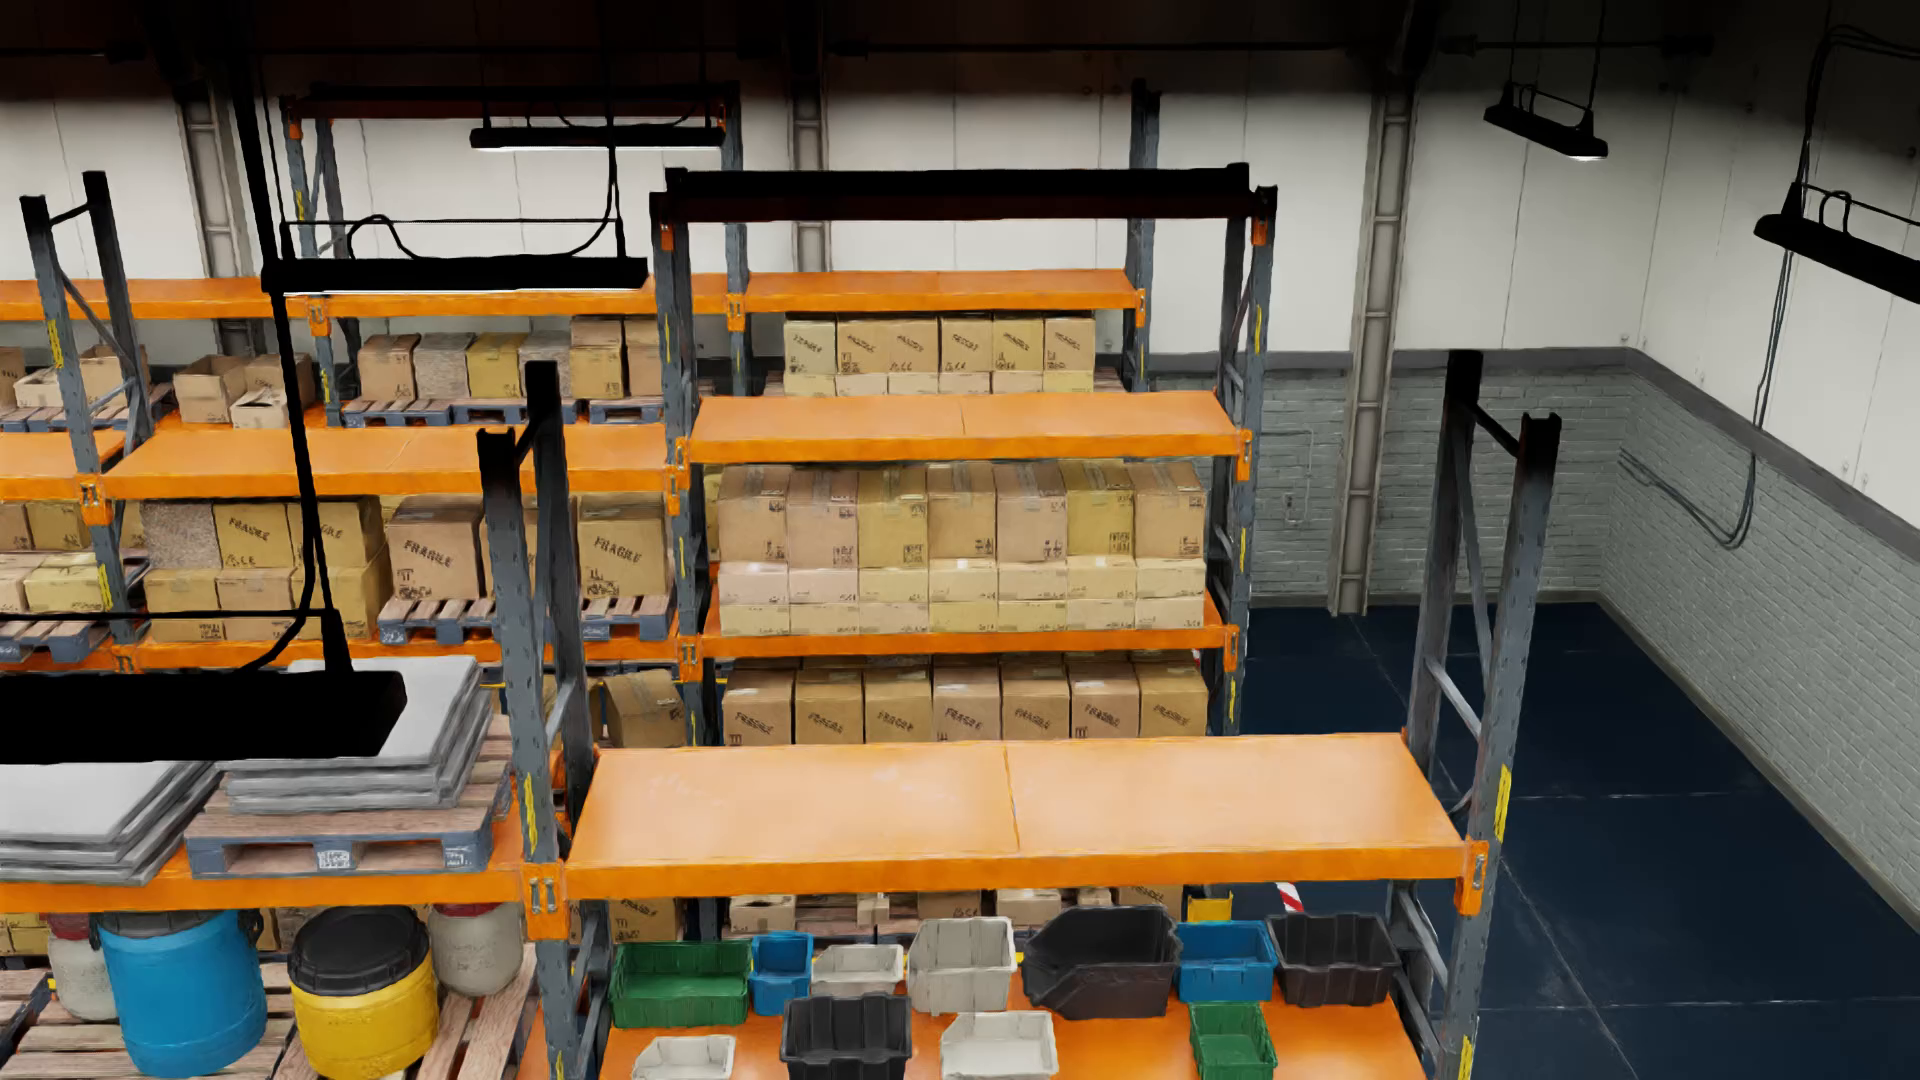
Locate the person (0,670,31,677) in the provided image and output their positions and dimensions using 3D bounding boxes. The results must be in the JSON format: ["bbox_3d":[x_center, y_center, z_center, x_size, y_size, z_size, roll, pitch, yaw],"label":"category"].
[{"bbox_3d":[-8.140,1.753,14.670,1.086,1.589,0.495,0,22,0],"label":"person"}]
